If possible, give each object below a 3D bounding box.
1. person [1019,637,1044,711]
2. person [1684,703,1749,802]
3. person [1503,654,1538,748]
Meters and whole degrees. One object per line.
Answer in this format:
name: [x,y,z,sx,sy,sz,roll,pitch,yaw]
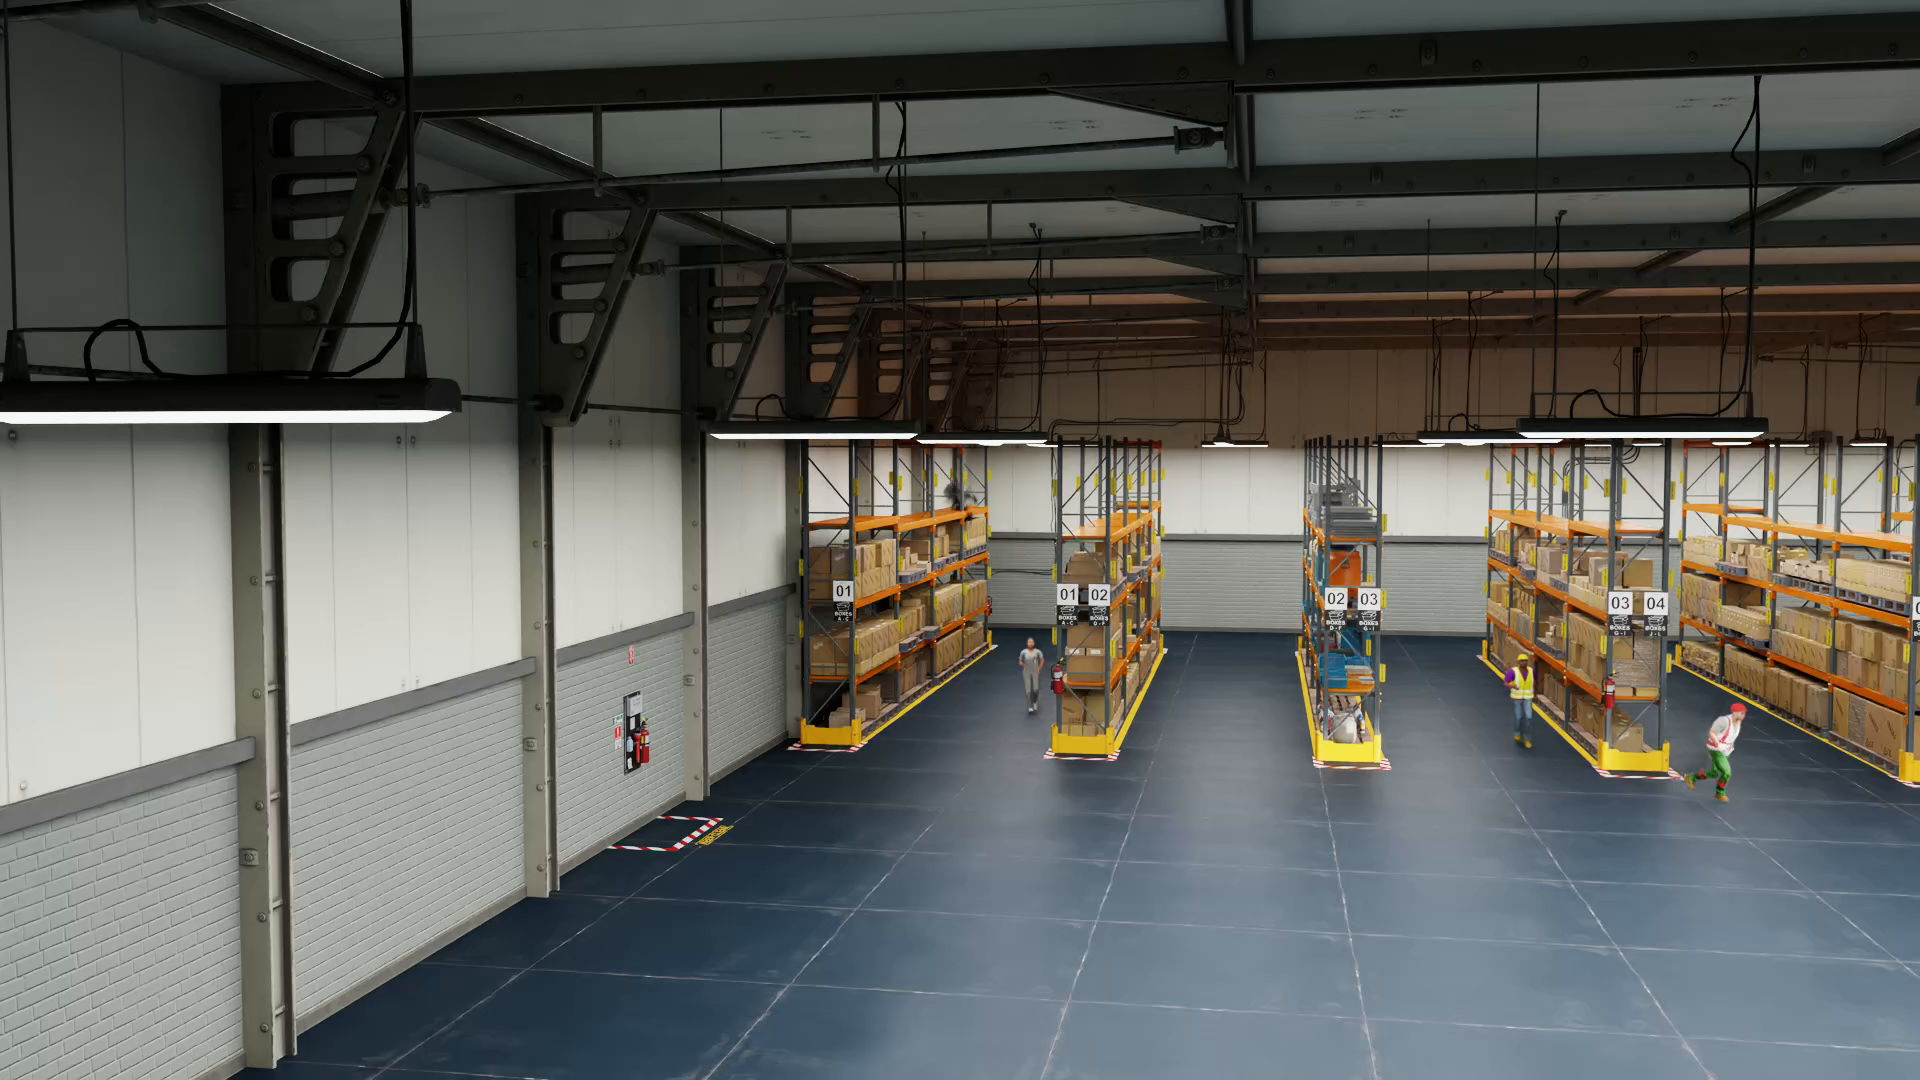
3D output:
person: [1.553,2.941,36.212,0.554,1.619,0.548,0,3,3]
person: [12.416,3.453,27.245,0.651,1.659,0.991,-2,4,-35]
person: [10.879,3.107,32.242,0.676,1.825,0.766,1,3,11]
